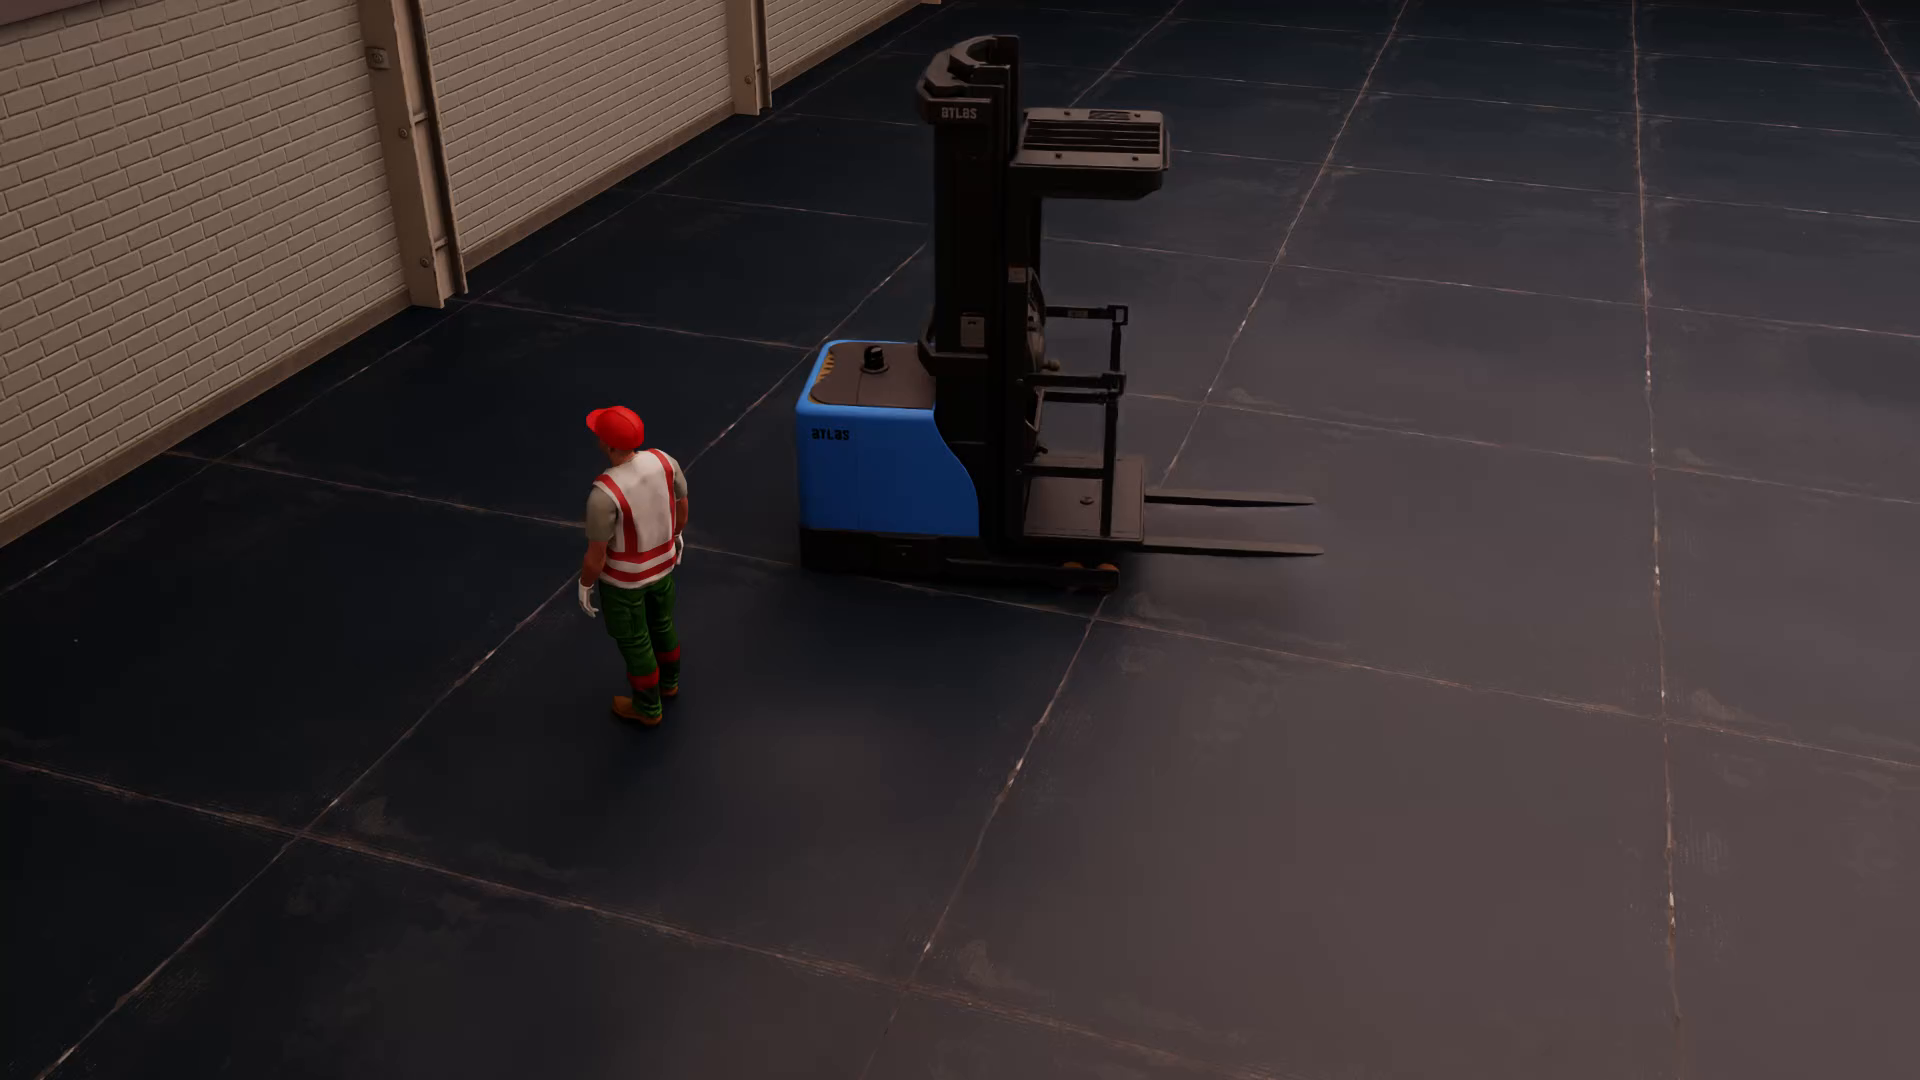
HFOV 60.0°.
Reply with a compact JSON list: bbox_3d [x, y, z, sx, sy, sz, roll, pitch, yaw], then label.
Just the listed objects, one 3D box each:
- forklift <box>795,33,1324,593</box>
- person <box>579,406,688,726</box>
[{"bbox_3d":[0.612,-1.246,9.323,3.031,2.935,1.130,3,30,5],"label":"forklift"},{"bbox_3d":[-1.626,0.112,8.080,0.565,1.787,0.638,22,37,34],"label":"person"}]
